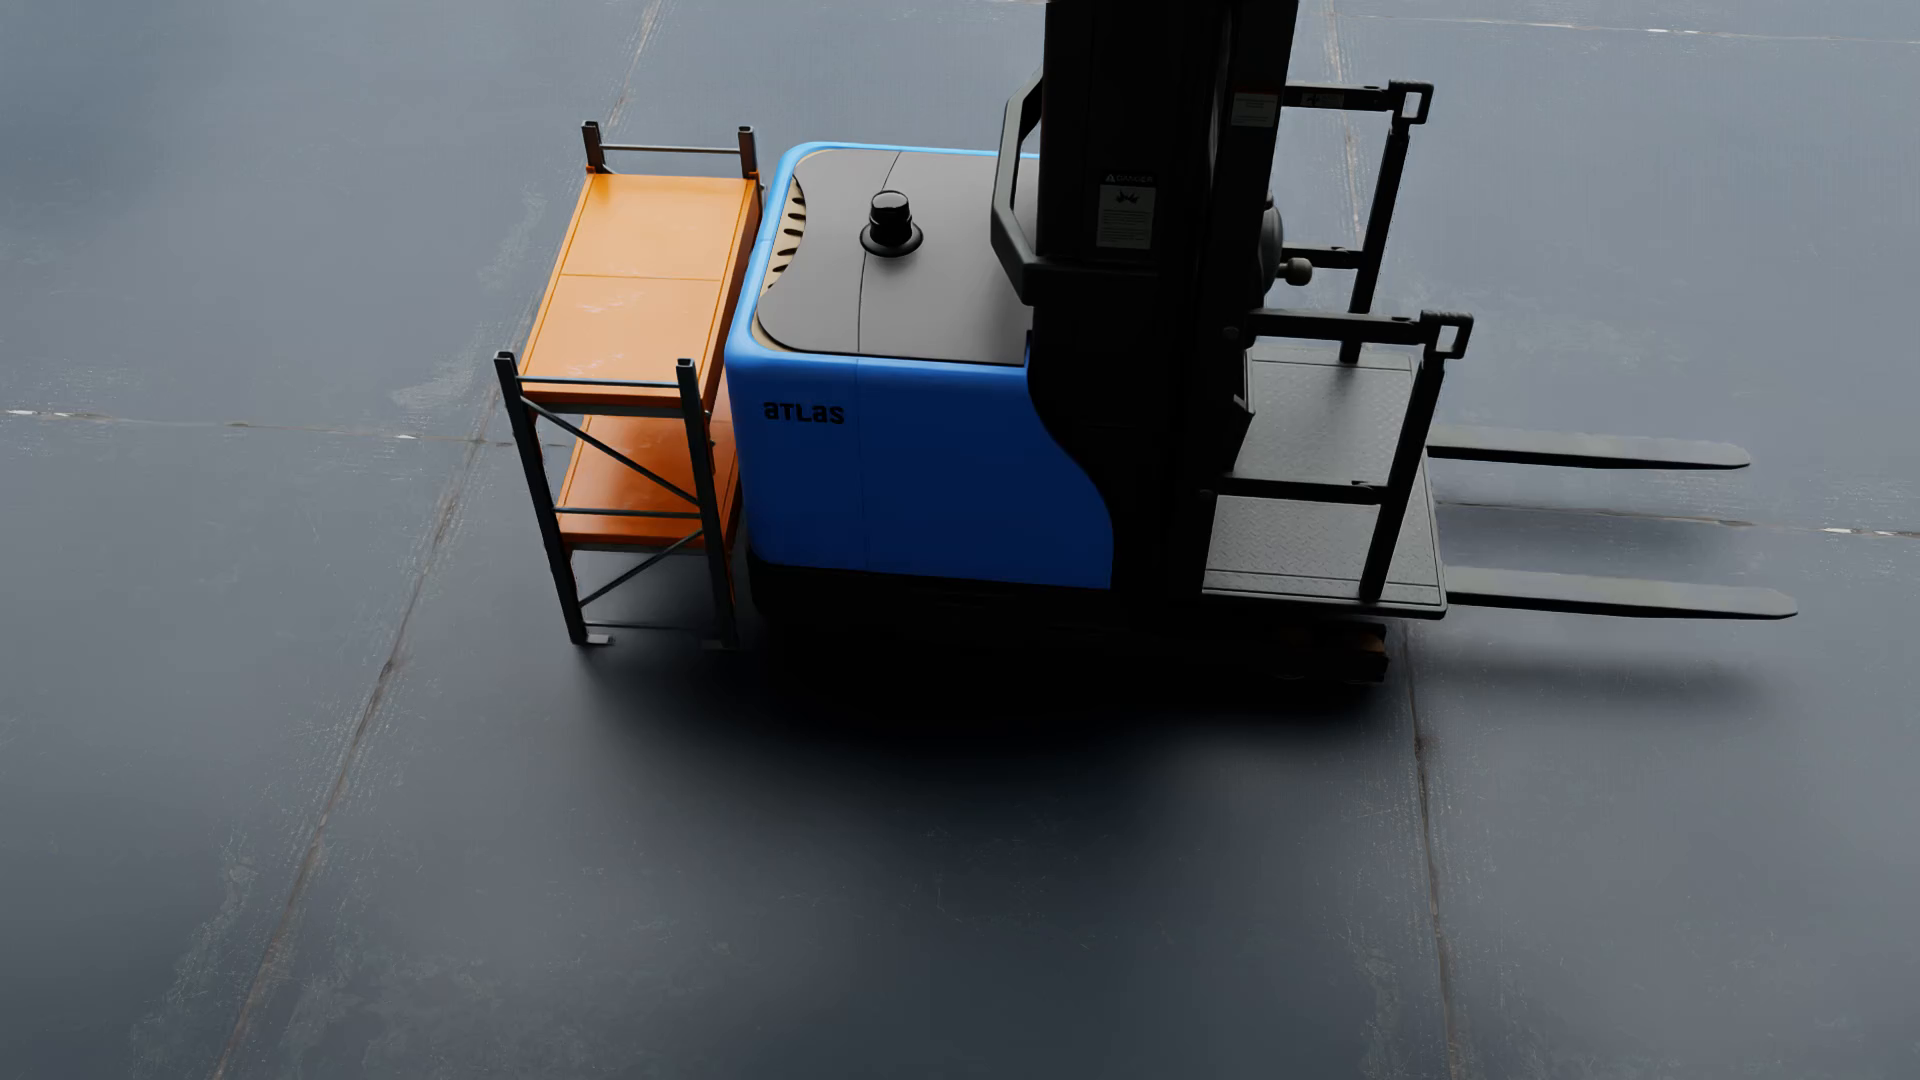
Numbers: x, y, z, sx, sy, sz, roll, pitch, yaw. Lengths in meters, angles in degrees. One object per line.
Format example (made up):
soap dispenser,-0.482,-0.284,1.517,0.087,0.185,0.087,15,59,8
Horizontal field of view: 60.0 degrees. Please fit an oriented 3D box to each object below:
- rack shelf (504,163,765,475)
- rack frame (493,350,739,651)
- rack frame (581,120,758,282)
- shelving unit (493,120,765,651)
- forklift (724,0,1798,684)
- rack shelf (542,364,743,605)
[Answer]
rack shelf,-0.880,-0.644,4.680,0.538,0.278,1.000,3,48,2
rack frame,-0.911,-0.072,4.553,0.500,1.125,0.032,3,48,2
rack frame,-0.848,-0.821,5.238,0.500,1.125,0.032,3,48,2
shelving unit,-0.880,-0.447,4.896,0.538,1.125,1.048,3,48,2
forklift,0.924,-0.981,4.161,3.031,2.935,1.130,4,48,4
rack shelf,-0.880,-0.282,5.076,0.538,0.278,1.000,3,48,2
